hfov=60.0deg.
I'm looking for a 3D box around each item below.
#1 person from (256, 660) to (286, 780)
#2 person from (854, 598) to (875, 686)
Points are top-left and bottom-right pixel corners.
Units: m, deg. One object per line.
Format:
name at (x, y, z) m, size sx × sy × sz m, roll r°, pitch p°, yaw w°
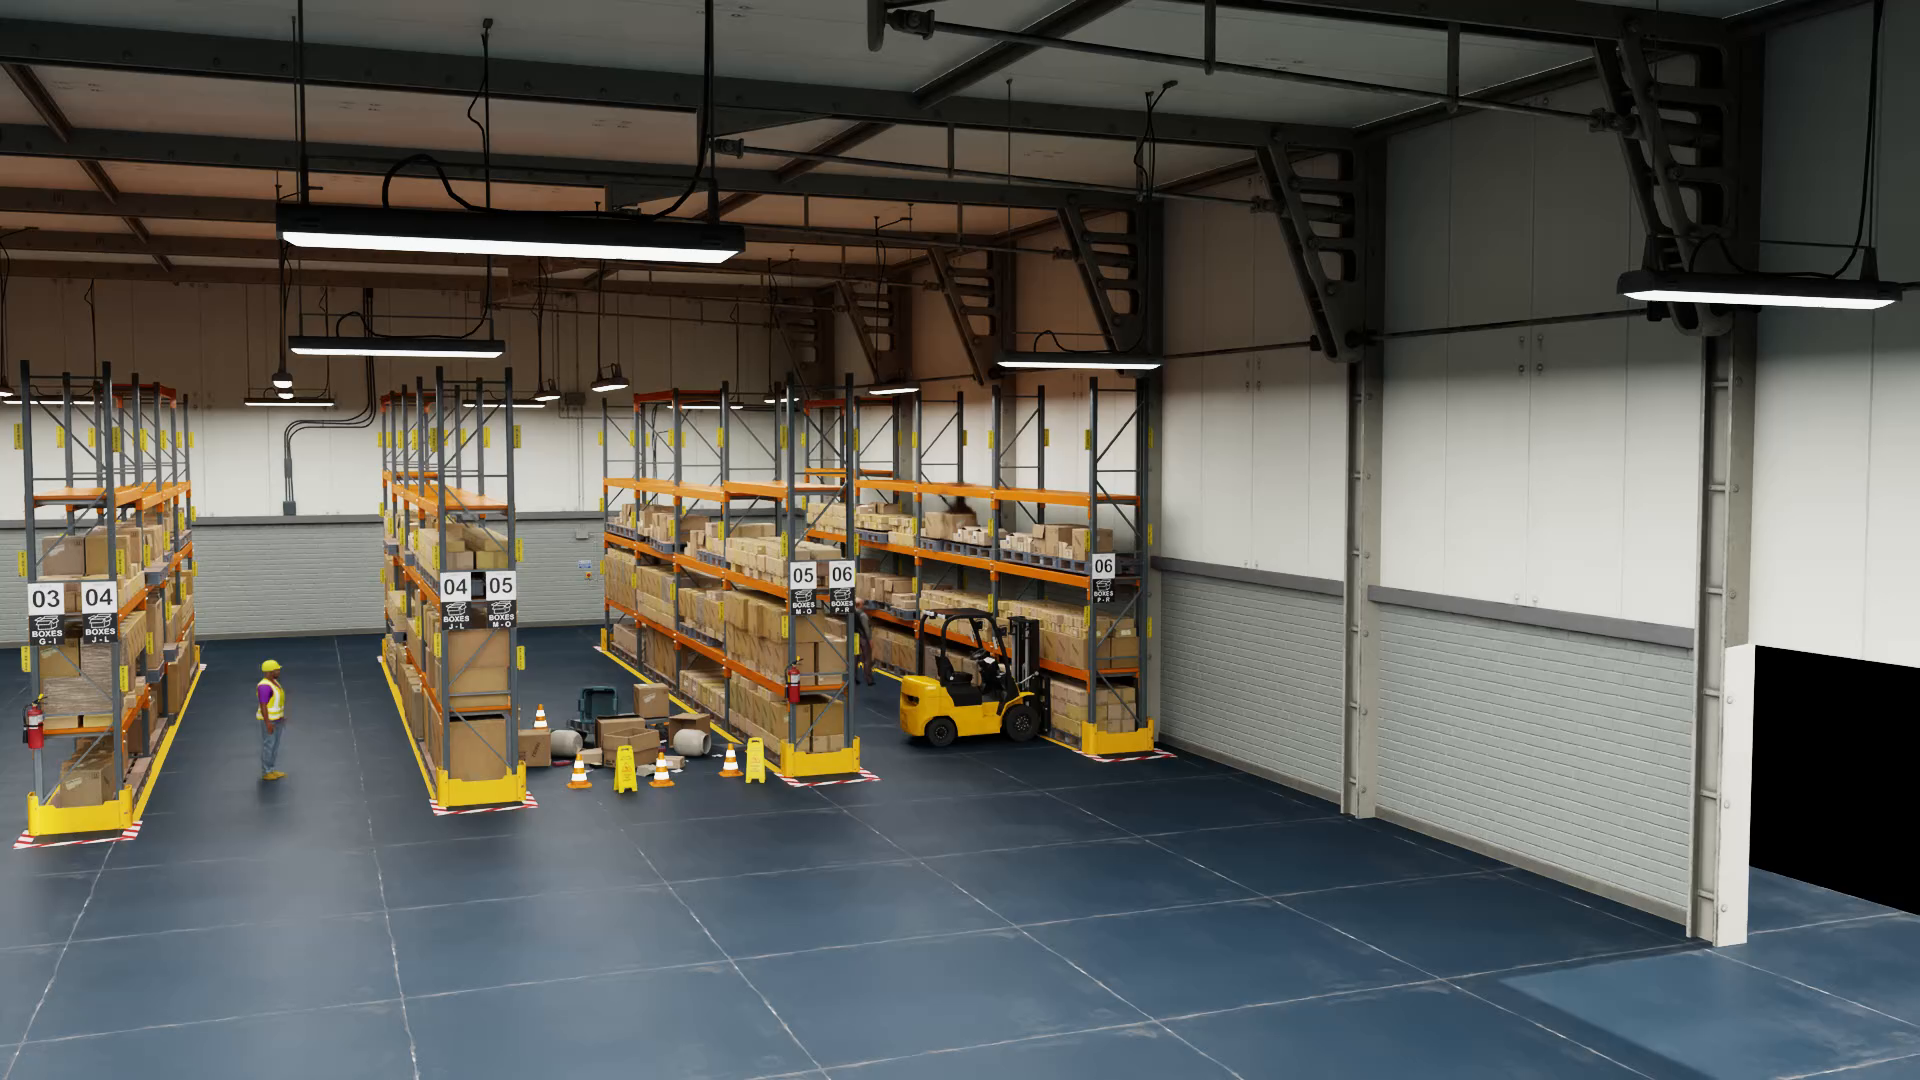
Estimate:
person at (-10.151, 2.641, 24.486) m, size 0.397 × 1.765 × 0.626 m, roll 0°, pitch 3°, yaw 4°
person at (-1.914, 1.973, 32.337) m, size 0.589 × 1.717 × 0.460 m, roll 2°, pitch 4°, yaw 35°
